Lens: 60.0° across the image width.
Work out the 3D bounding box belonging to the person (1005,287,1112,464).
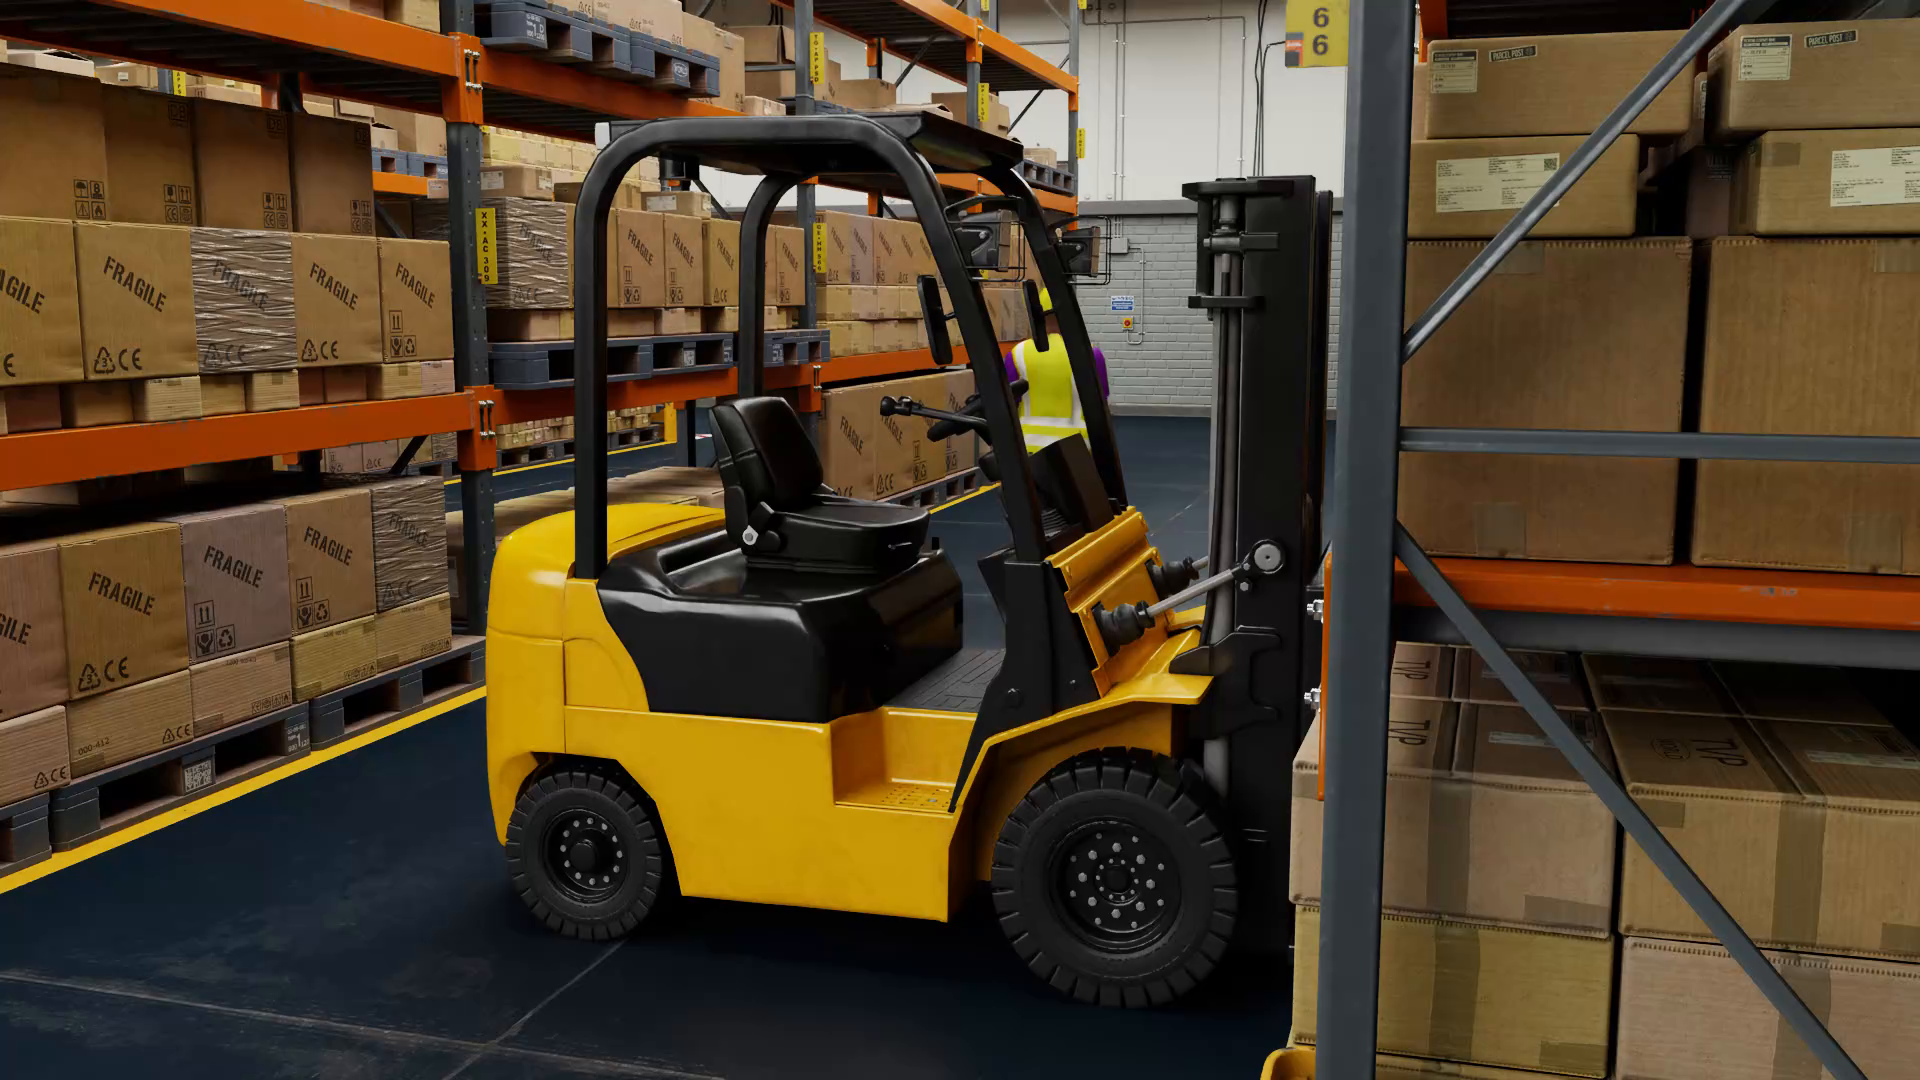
[{"bbox_3d":[0.515,-0.455,8.694,0.609,1.757,0.563,3,9,17],"label":"person"}]
